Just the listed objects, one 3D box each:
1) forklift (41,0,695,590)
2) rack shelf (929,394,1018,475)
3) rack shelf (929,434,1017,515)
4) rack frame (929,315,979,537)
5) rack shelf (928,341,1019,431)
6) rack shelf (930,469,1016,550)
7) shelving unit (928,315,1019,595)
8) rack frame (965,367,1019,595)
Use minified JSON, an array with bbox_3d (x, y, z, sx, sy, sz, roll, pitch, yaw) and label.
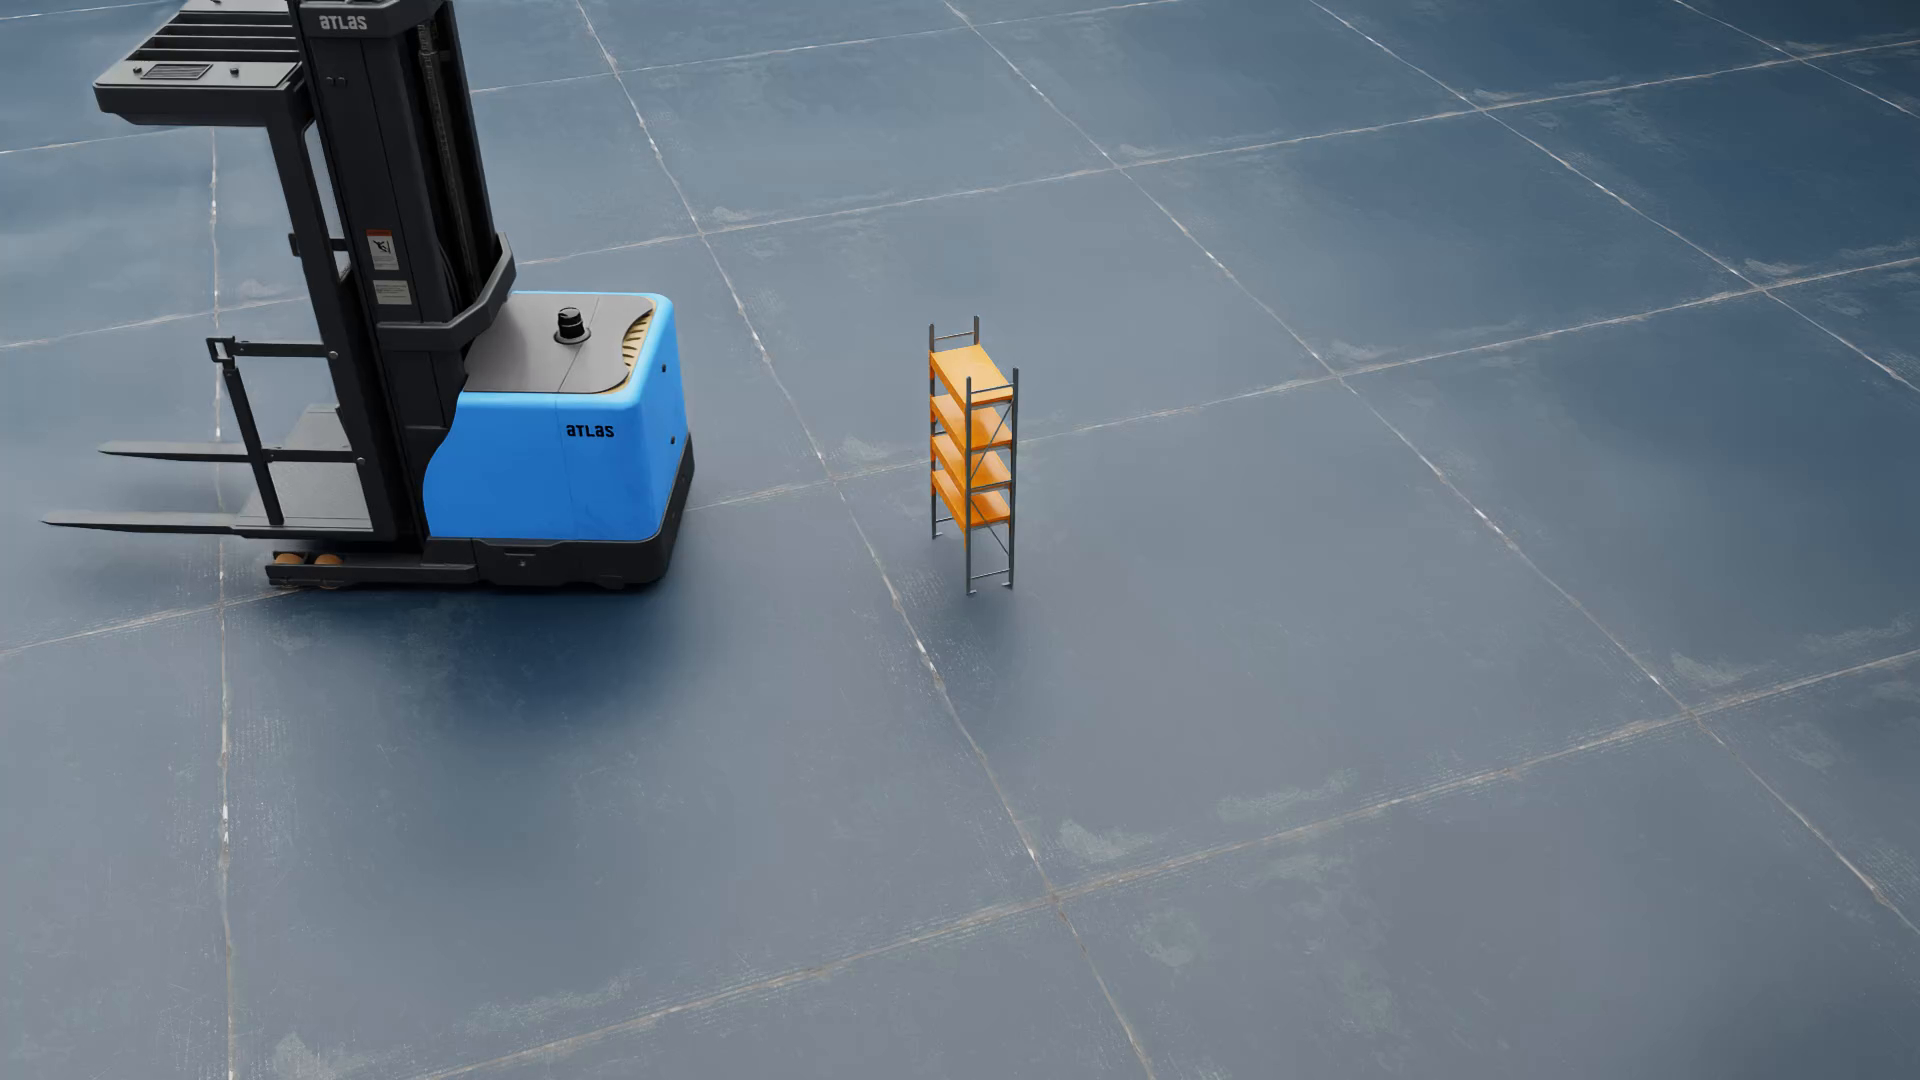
[{"bbox_3d":[-2.902,-1.253,7.478,3.031,2.935,1.130,1,37,2],"label":"forklift"},{"bbox_3d":[0.057,-0.511,7.671,0.258,0.148,0.480,-12,39,-16],"label":"rack shelf"},{"bbox_3d":[0.057,-0.332,7.805,0.258,0.148,0.480,-12,39,-16],"label":"rack shelf"},{"bbox_3d":[-0.027,-0.524,7.948,0.240,1.200,0.015,-12,39,-16],"label":"rack frame"},{"bbox_3d":[0.057,-0.700,7.528,0.258,0.148,0.480,-12,39,-16],"label":"rack shelf"},{"bbox_3d":[0.057,-0.173,7.925,0.258,0.148,0.480,-12,39,-16],"label":"rack shelf"},{"bbox_3d":[0.057,-0.386,7.765,0.258,1.200,0.503,-12,39,-16],"label":"shelving unit"},{"bbox_3d":[0.141,-0.248,7.582,0.240,1.200,0.015,-12,39,-16],"label":"rack frame"}]
